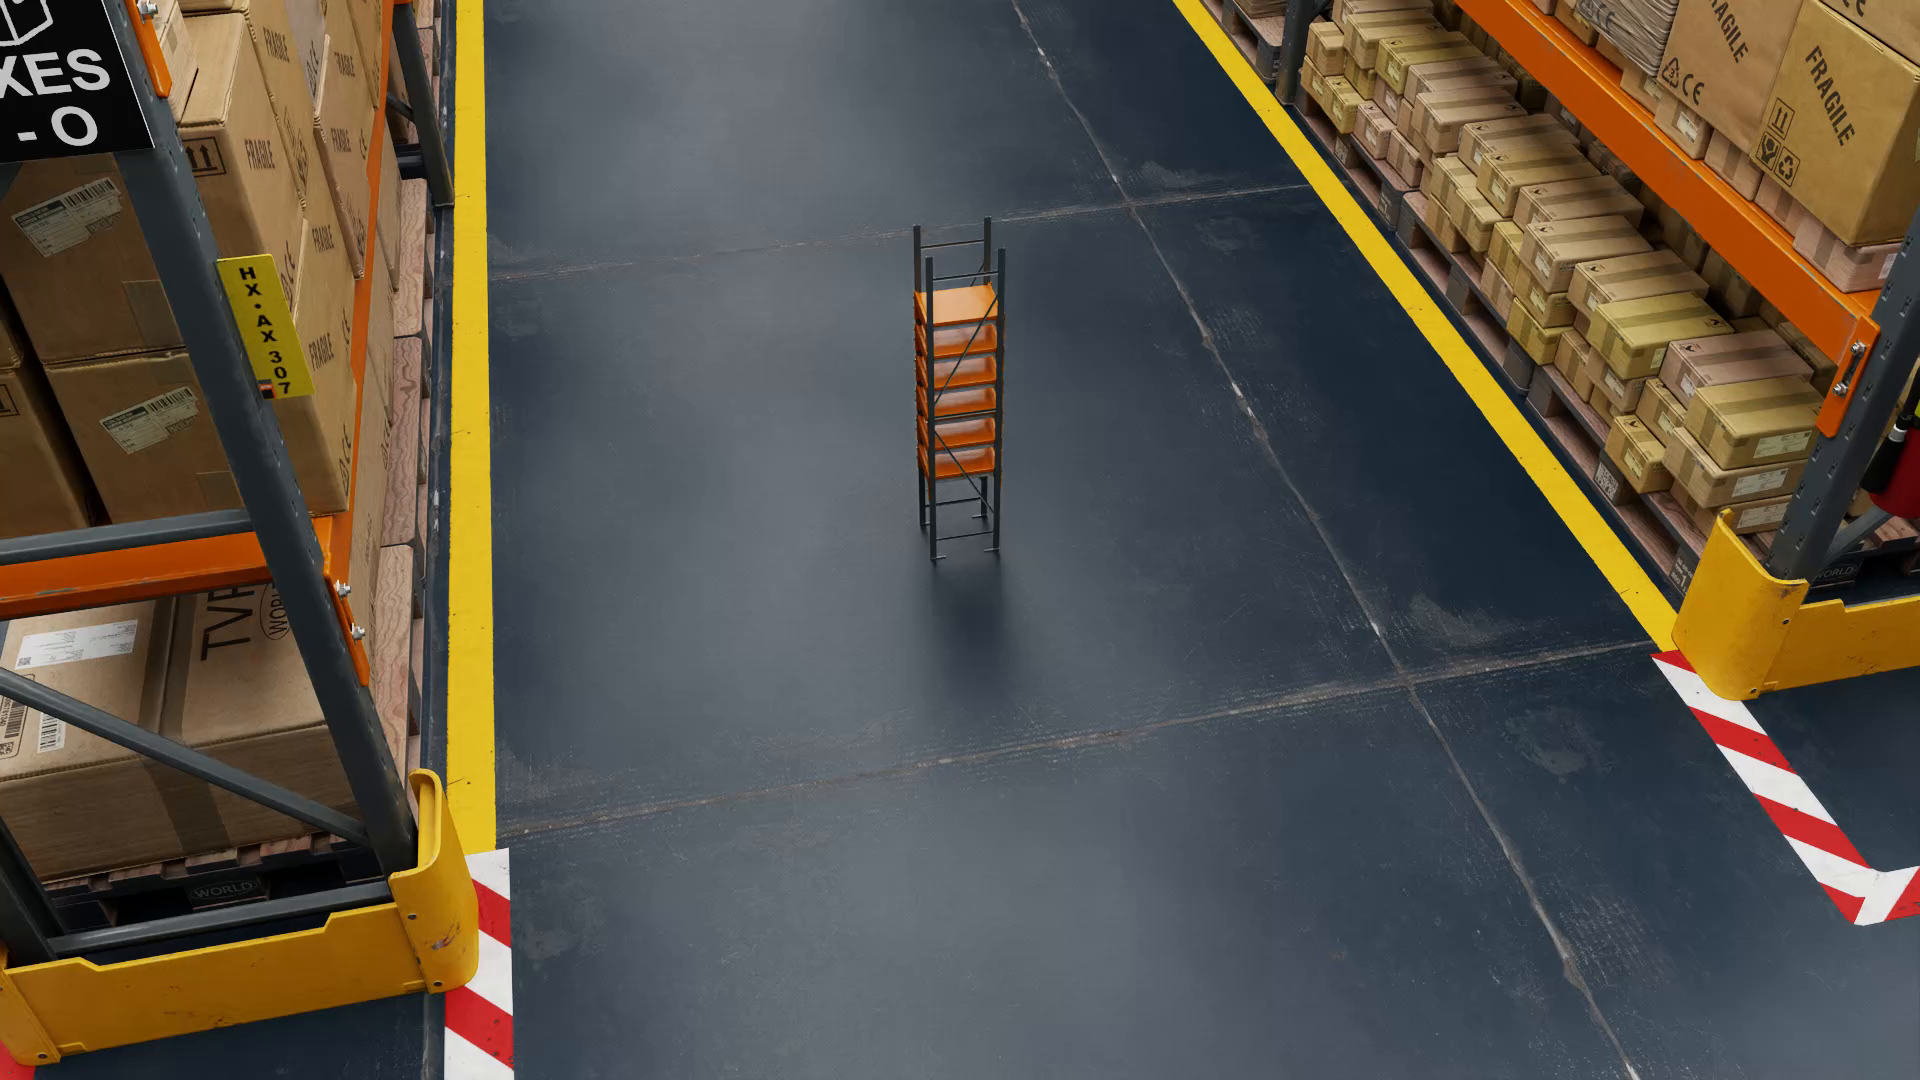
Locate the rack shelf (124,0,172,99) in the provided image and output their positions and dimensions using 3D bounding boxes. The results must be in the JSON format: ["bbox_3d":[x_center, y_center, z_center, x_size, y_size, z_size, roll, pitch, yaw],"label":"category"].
[{"bbox_3d":[-2.325,-2.131,4.174,1.077,0.370,4.000,-8,42,-9],"label":"rack shelf"}]

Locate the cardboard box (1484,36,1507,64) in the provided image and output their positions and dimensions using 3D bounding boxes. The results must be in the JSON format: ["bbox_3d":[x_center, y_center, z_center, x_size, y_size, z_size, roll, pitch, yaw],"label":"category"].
[{"bbox_3d":[2.540,-2.149,7.295,0.380,0.149,0.250,-9,42,-10],"label":"cardboard box"}]

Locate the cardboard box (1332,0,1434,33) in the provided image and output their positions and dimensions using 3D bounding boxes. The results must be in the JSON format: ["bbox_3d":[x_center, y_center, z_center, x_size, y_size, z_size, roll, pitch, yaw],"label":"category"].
[{"bbox_3d":[1.927,-2.410,7.589,0.380,0.149,0.250,-7,42,-8],"label":"cardboard box"}]

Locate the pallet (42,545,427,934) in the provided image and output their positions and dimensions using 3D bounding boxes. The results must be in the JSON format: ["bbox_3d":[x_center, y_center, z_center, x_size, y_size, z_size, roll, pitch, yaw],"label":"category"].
[{"bbox_3d":[-2.142,0.554,4.967,1.003,0.211,1.213,-8,42,-9],"label":"pallet"}]

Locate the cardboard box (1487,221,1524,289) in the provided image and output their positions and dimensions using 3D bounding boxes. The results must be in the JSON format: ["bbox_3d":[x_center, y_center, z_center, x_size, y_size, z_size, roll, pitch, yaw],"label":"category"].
[{"bbox_3d":[2.250,-1.099,6.336,0.380,0.149,0.250,-6,42,-7],"label":"cardboard box"}]

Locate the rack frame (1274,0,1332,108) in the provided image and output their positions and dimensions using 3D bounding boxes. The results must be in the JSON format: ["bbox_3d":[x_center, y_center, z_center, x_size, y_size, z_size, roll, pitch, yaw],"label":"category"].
[{"bbox_3d":[2.055,-3.350,7.264,1.000,3.000,0.127,-8,42,-9],"label":"rack frame"}]

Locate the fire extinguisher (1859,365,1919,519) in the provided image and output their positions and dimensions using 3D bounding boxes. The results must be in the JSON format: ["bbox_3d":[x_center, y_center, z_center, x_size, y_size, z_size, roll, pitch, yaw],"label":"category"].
[{"bbox_3d":[2.522,-0.359,4.234,0.296,0.674,0.183,-8,42,-9],"label":"fire extinguisher"}]

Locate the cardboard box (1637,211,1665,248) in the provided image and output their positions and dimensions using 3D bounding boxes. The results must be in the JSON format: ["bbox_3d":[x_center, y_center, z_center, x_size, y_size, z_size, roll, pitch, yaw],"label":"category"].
[{"bbox_3d":[2.714,-1.177,6.424,0.380,0.149,0.250,-6,42,-7],"label":"cardboard box"}]

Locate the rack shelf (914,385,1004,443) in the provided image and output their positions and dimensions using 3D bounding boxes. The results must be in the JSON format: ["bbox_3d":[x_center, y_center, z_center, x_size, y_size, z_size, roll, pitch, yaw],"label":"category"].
[{"bbox_3d":[-0.003,-0.425,5.392,0.258,0.103,0.180,-8,42,-9],"label":"rack shelf"}]

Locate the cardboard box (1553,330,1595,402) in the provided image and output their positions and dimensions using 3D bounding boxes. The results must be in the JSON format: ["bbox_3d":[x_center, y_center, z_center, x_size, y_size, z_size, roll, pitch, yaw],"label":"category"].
[{"bbox_3d":[2.408,-0.653,6.057,0.380,0.149,0.250,-8,42,-9],"label":"cardboard box"}]

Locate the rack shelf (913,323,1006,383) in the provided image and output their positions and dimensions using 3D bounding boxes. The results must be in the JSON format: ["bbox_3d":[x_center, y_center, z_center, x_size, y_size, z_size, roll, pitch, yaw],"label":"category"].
[{"bbox_3d":[-0.003,-0.604,5.232,0.258,0.103,0.180,-8,42,-9],"label":"rack shelf"}]

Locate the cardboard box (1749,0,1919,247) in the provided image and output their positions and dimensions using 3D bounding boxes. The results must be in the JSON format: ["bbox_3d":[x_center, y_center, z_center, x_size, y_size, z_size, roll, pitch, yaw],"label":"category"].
[{"bbox_3d":[2.570,-1.160,4.498,0.500,0.500,0.500,-8,42,-8],"label":"cardboard box"}]

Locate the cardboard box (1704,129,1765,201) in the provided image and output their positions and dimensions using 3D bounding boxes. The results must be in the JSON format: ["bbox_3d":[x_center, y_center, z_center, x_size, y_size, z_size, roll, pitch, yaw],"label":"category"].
[{"bbox_3d":[2.486,-1.161,4.987,0.380,0.149,0.250,-9,42,-10],"label":"cardboard box"}]

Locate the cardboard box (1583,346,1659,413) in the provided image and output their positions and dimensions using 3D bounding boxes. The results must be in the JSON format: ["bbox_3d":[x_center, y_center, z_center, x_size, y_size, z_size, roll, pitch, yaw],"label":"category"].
[{"bbox_3d":[2.412,-0.597,5.770,0.380,0.149,0.250,-10,43,-11],"label":"cardboard box"}]

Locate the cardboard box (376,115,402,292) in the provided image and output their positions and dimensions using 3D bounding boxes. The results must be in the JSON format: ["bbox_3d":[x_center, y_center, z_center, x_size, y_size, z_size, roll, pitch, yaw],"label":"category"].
[{"bbox_3d":[-2.726,-1.351,6.627,0.875,0.438,0.875,-9,42,-10],"label":"cardboard box"}]

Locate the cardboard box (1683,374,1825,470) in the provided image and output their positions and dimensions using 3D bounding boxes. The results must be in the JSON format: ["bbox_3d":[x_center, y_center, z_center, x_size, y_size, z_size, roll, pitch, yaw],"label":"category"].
[{"bbox_3d":[2.557,-0.377,5.298,0.380,0.149,0.250,-8,42,-9],"label":"cardboard box"}]

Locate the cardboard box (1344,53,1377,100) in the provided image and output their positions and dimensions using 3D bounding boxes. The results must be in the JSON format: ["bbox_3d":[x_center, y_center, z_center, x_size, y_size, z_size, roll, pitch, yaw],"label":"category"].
[{"bbox_3d":[1.963,-2.120,7.486,0.380,0.149,0.250,-8,42,-9],"label":"cardboard box"}]

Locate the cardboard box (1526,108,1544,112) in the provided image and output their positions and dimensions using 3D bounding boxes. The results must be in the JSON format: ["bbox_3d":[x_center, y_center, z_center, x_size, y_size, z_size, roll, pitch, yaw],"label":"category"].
[{"bbox_3d":[2.537,-1.872,7.206,0.380,0.149,0.250,-8,42,-9],"label":"cardboard box"}]

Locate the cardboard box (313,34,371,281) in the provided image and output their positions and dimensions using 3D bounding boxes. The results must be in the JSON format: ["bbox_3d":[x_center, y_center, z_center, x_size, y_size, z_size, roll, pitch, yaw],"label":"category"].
[{"bbox_3d":[-1.945,-1.028,4.573,0.500,0.500,0.500,-9,42,-10],"label":"cardboard box"}]

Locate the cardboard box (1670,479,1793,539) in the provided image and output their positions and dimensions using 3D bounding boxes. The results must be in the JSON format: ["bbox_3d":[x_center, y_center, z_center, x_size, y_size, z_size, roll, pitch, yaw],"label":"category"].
[{"bbox_3d":[2.601,-0.159,5.501,0.380,0.149,0.250,-8,42,-9],"label":"cardboard box"}]

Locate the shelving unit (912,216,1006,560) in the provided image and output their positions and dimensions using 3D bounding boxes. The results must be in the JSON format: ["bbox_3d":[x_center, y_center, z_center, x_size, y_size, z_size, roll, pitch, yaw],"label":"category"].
[{"bbox_3d":[-0.003,-0.458,5.362,0.258,1.200,0.189,-8,42,-9],"label":"shelving unit"}]

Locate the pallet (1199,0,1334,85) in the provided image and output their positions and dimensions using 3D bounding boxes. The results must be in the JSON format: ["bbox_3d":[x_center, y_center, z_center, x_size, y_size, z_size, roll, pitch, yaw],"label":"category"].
[{"bbox_3d":[1.885,-2.811,8.758,1.003,0.211,1.213,-8,42,-9],"label":"pallet"}]

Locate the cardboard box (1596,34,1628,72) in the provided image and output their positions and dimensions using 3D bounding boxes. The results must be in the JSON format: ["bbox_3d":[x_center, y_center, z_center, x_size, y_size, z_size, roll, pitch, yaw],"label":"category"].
[{"bbox_3d":[2.380,-1.681,5.574,0.380,0.149,0.250,-10,43,-11],"label":"cardboard box"}]

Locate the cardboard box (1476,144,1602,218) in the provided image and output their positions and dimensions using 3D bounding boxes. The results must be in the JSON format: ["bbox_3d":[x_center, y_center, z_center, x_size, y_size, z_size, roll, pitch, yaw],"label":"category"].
[{"bbox_3d":[2.239,-1.393,6.443,0.380,0.149,0.250,-8,42,-9],"label":"cardboard box"}]

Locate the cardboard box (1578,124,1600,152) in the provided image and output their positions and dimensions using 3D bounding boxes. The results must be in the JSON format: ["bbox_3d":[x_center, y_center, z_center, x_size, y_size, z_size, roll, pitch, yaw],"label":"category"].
[{"bbox_3d":[2.739,-1.635,6.715,0.380,0.149,0.250,-10,43,-11],"label":"cardboard box"}]

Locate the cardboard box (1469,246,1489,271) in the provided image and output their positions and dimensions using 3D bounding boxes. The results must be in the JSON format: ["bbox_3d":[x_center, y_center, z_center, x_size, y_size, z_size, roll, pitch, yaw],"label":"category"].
[{"bbox_3d":[2.271,-1.164,6.633,0.380,0.149,0.250,-7,42,-8],"label":"cardboard box"}]

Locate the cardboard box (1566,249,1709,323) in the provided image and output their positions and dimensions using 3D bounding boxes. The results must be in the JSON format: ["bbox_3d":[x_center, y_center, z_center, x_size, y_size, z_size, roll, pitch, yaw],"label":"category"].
[{"bbox_3d":[2.385,-0.875,5.859,0.380,0.149,0.250,-10,43,-11],"label":"cardboard box"}]

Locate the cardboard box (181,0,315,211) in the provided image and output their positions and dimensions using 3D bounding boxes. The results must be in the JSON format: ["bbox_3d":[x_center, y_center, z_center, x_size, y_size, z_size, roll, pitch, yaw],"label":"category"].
[{"bbox_3d":[-1.837,-1.079,3.878,0.500,0.500,0.500,-9,42,-10],"label":"cardboard box"}]

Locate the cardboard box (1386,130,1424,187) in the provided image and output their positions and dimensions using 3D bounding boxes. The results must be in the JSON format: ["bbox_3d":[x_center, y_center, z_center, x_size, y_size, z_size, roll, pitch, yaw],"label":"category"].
[{"bbox_3d":[2.085,-1.675,7.209,0.380,0.149,0.250,-9,42,-10],"label":"cardboard box"}]

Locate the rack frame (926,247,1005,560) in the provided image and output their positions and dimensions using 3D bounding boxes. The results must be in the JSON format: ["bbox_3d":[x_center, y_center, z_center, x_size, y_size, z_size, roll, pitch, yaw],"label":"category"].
[{"bbox_3d":[0.017,-0.399,5.295,0.240,1.200,0.006,-8,42,-9],"label":"rack frame"}]

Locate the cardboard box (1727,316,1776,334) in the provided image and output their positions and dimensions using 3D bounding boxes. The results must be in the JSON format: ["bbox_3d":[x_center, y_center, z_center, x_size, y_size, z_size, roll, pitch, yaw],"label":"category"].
[{"bbox_3d":[2.913,-0.667,5.849,0.380,0.149,0.250,-8,42,-9],"label":"cardboard box"}]

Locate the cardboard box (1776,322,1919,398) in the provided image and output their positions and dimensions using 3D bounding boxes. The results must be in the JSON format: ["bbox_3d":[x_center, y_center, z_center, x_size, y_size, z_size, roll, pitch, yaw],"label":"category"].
[{"bbox_3d":[2.960,-0.620,5.572,0.380,0.149,0.250,-8,42,-9],"label":"cardboard box"}]

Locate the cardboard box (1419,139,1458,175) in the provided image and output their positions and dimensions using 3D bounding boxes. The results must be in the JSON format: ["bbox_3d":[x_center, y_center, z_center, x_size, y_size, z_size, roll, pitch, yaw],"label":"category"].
[{"bbox_3d":[2.143,-1.610,6.911,0.380,0.149,0.250,-7,42,-7],"label":"cardboard box"}]

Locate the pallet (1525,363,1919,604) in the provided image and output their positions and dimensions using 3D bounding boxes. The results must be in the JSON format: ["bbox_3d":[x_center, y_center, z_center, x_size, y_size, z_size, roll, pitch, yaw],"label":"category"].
[{"bbox_3d":[2.761,-0.295,5.923,1.003,0.211,1.213,-8,42,-9],"label":"pallet"}]

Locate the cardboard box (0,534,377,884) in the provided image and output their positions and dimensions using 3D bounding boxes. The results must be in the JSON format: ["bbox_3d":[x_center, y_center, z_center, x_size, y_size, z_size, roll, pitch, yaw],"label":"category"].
[{"bbox_3d":[-2.133,0.406,4.647,0.875,0.438,0.875,-10,43,-11],"label":"cardboard box"}]

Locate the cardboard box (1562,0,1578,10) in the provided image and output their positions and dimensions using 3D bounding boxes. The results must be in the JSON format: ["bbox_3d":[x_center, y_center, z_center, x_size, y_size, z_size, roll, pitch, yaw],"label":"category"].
[{"bbox_3d":[2.248,-2.146,5.609,0.500,0.500,0.500,-6,42,-7],"label":"cardboard box"}]

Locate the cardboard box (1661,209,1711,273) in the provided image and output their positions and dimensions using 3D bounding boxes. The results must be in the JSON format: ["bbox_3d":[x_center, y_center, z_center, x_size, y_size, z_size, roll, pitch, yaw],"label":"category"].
[{"bbox_3d":[2.846,-1.132,6.148,0.380,0.149,0.250,-7,42,-8],"label":"cardboard box"}]

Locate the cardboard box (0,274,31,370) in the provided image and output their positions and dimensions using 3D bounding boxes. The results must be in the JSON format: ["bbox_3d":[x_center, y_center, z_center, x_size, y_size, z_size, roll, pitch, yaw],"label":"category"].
[{"bbox_3d":[-2.230,-0.672,3.419,0.500,0.500,0.500,-7,42,-8],"label":"cardboard box"}]

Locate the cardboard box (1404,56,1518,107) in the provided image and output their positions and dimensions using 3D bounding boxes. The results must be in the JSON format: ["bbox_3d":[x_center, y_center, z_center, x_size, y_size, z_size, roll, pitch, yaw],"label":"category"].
[{"bbox_3d":[2.110,-1.900,7.014,0.380,0.149,0.250,-9,42,-10],"label":"cardboard box"}]

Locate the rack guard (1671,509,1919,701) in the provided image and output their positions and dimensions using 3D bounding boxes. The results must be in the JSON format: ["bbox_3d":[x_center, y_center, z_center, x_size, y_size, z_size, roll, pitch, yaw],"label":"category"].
[{"bbox_3d":[2.902,0.129,5.228,1.175,0.500,0.348,-8,42,-9],"label":"rack guard"}]

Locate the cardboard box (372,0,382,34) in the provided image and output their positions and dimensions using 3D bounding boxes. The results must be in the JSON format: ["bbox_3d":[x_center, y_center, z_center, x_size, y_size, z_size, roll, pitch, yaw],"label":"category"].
[{"bbox_3d":[-2.290,-2.016,5.686,0.500,0.500,0.500,-9,42,-10],"label":"cardboard box"}]

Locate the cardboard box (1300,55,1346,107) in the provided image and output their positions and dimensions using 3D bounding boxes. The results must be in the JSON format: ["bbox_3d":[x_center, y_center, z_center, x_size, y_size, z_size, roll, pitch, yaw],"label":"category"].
[{"bbox_3d":[1.820,-2.159,7.753,0.380,0.149,0.250,-10,43,-11],"label":"cardboard box"}]
